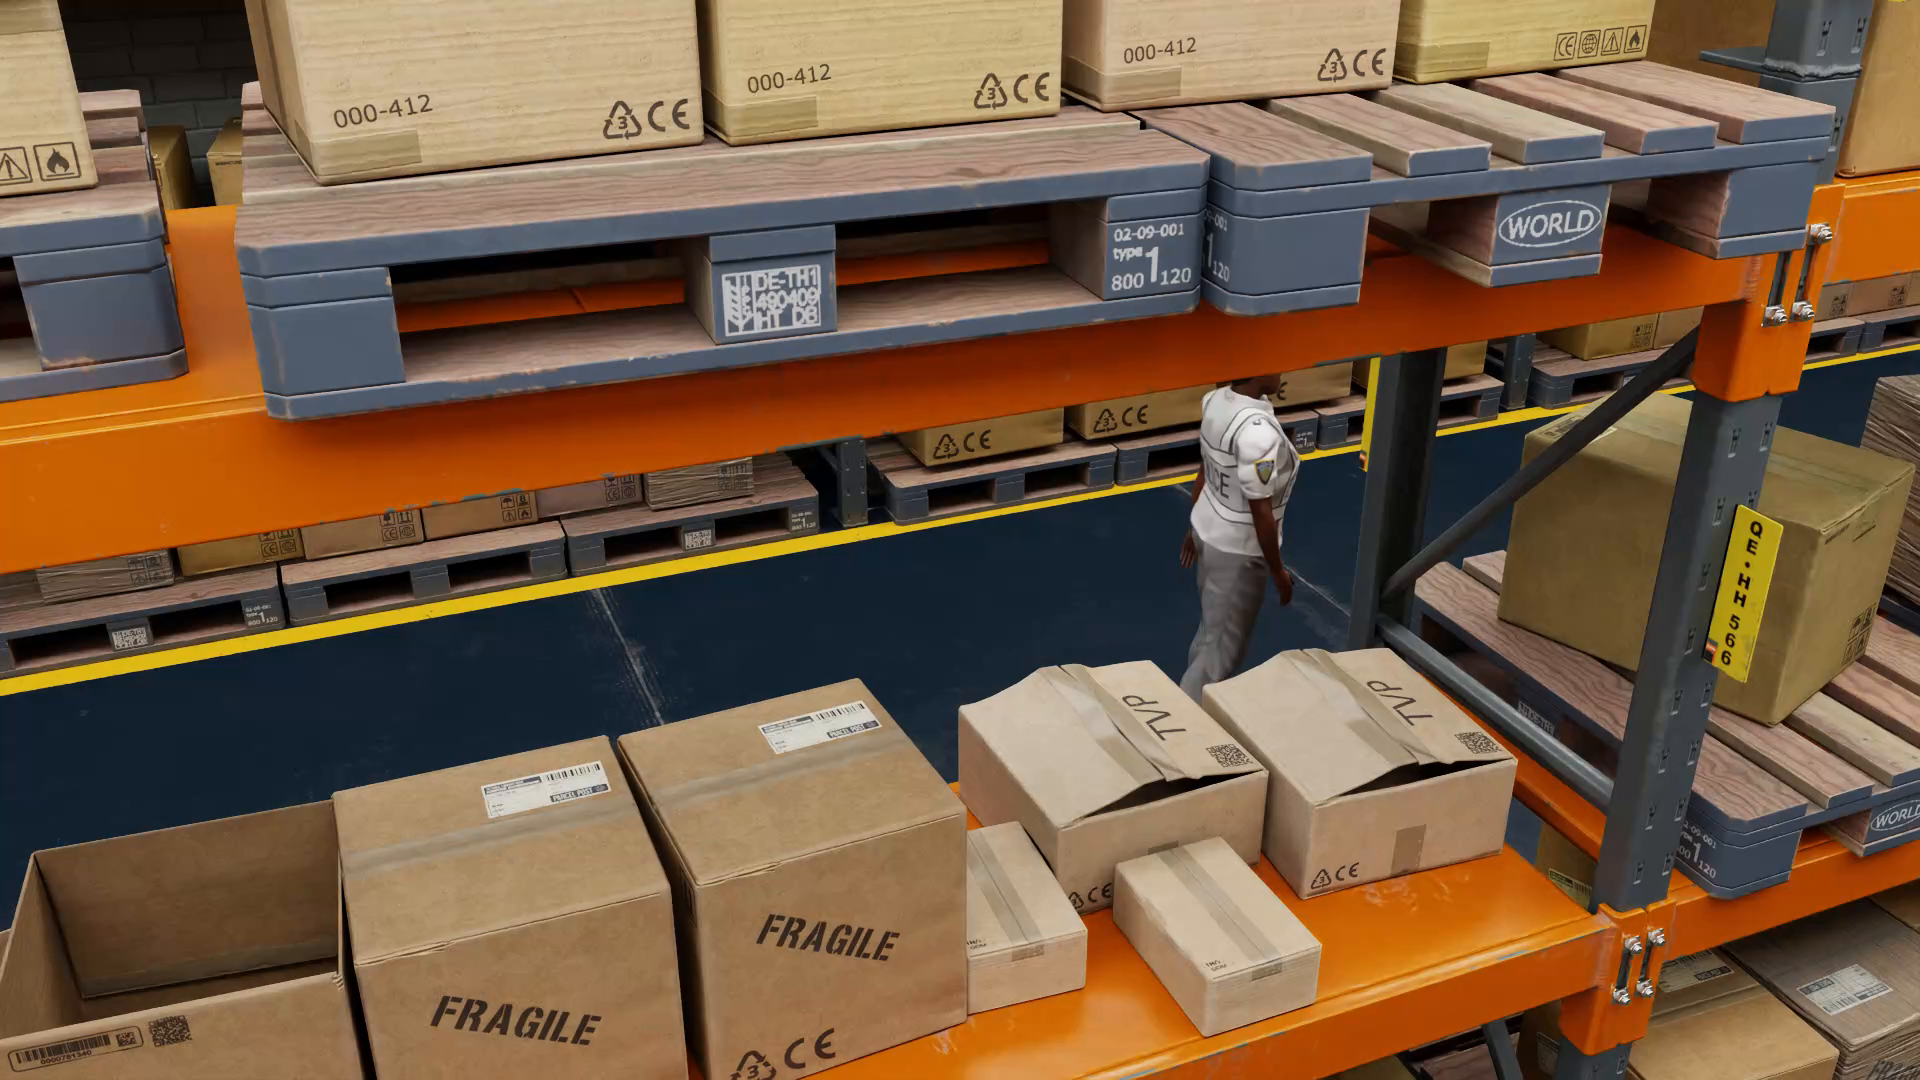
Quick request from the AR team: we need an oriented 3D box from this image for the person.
[{"bbox_3d":[0.965,0.070,5.954,0.469,1.675,0.653,-3,26,-7],"label":"person"}]
